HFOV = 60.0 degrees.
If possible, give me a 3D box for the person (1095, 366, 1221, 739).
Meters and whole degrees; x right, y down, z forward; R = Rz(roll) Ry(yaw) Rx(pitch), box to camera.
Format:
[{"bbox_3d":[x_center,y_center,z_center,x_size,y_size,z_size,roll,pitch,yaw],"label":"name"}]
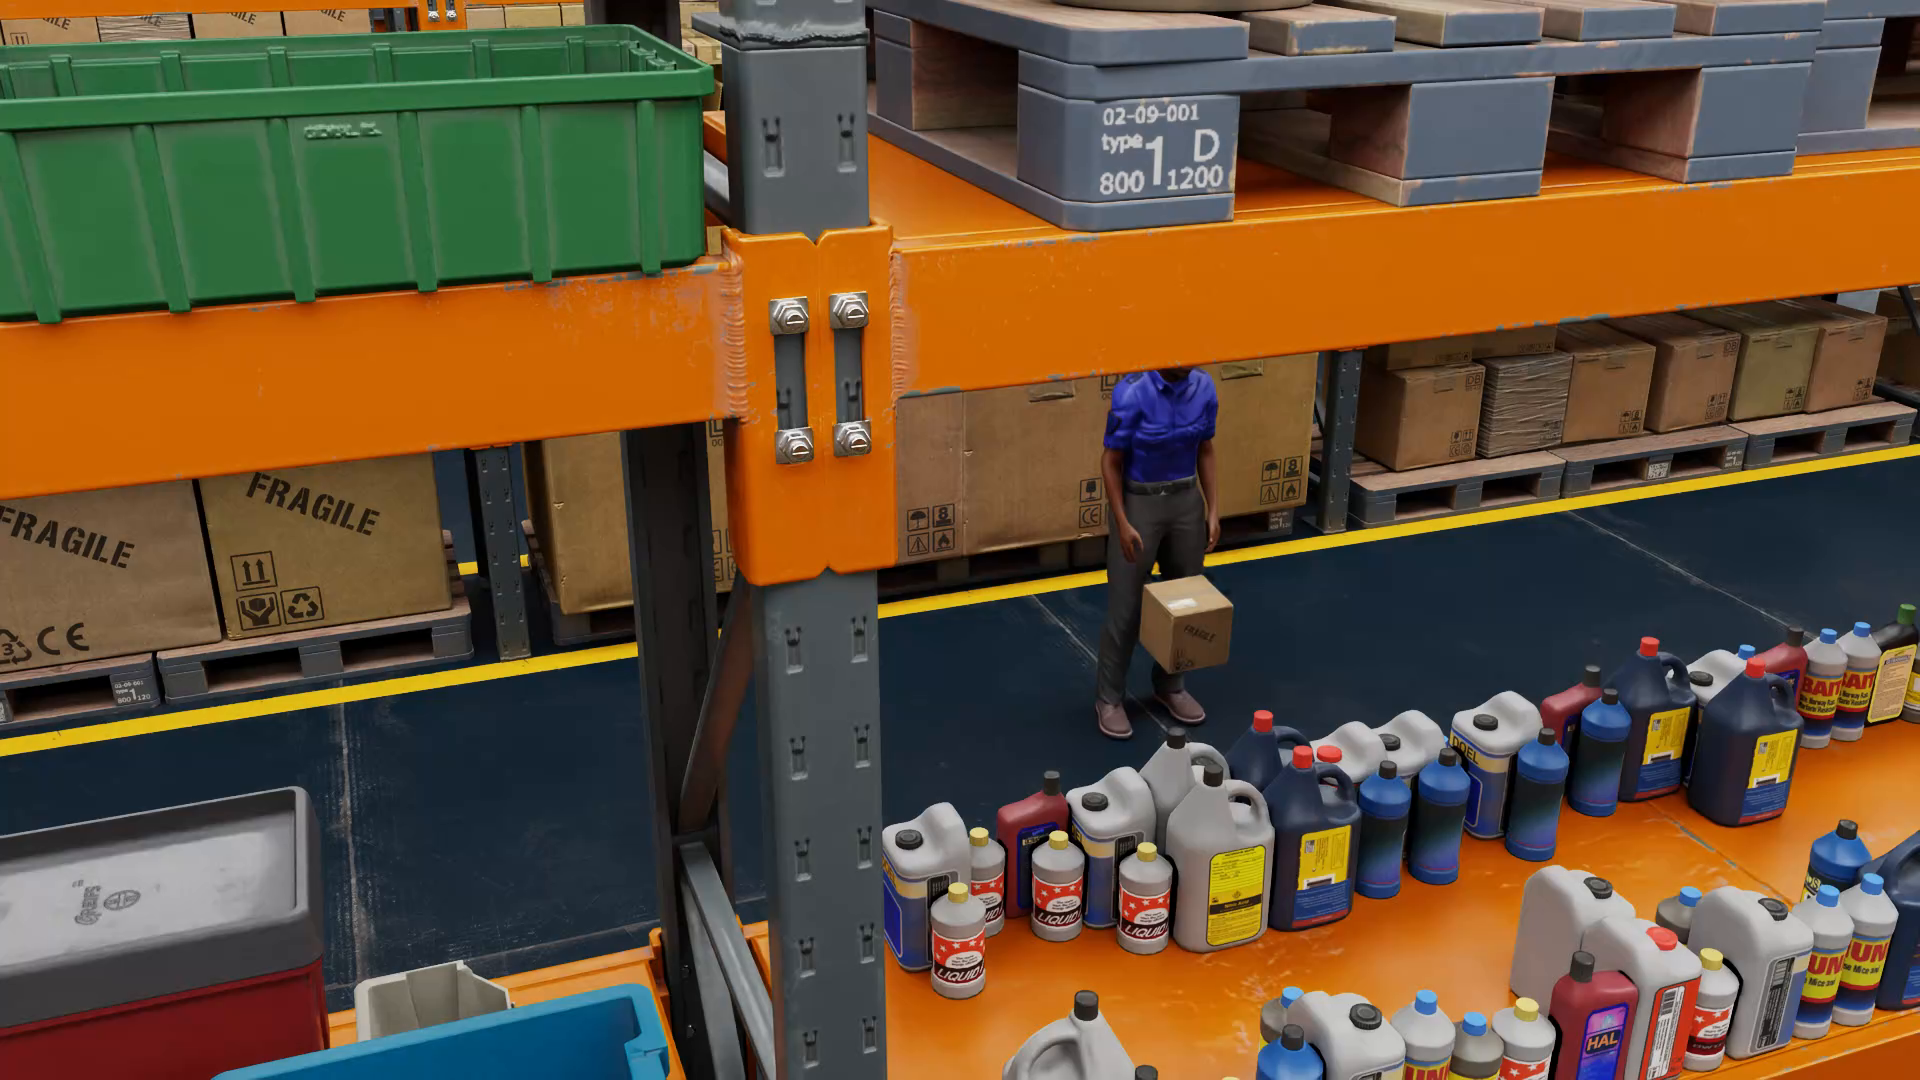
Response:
[{"bbox_3d":[0.750,-0.078,6.281,0.494,1.659,0.345,-8,24,-19],"label":"person"}]
